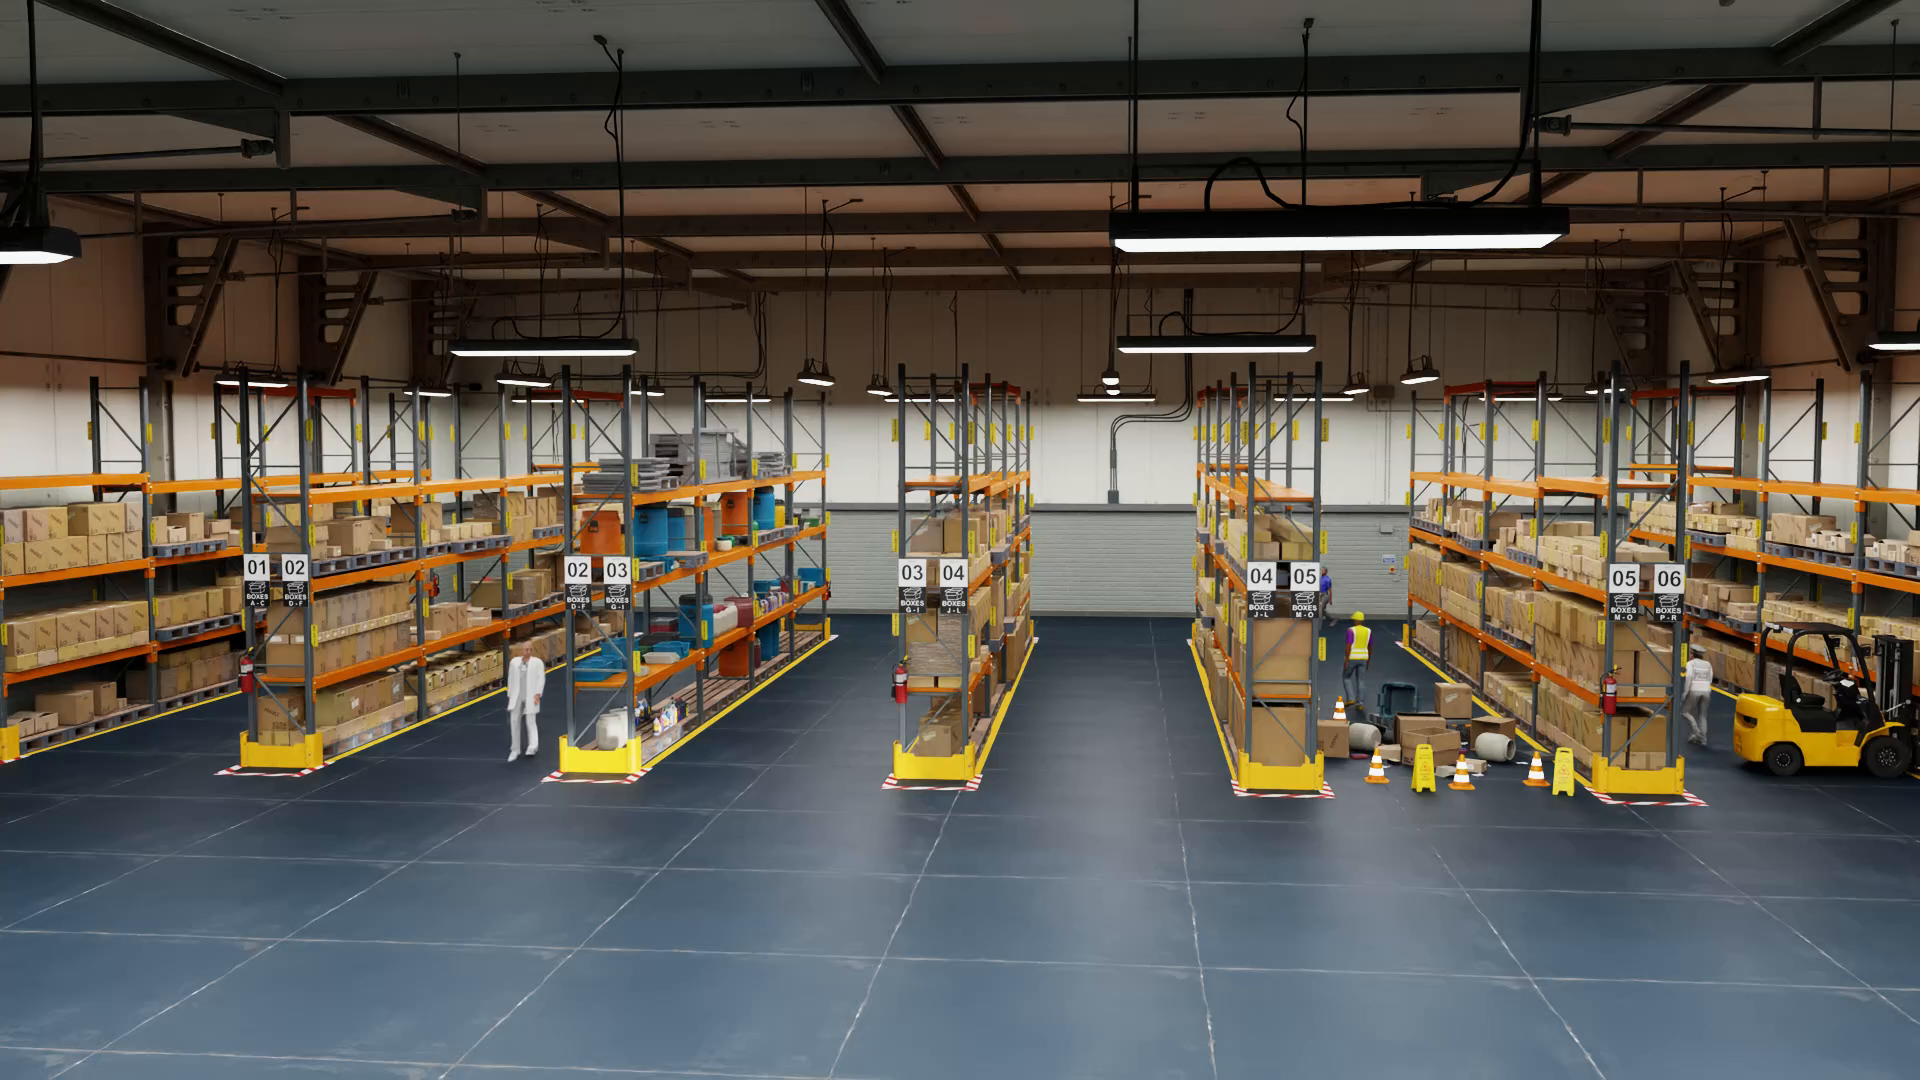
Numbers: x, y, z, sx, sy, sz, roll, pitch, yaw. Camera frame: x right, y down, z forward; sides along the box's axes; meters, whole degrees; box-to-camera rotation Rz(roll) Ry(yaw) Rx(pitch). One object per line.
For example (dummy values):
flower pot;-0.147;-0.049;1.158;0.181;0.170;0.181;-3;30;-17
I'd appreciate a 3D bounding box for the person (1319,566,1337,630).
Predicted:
person;9.280;1.467;42.253;0.881;1.616;0.432;-2;4;-23

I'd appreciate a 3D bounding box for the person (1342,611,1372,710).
person;7.214;2.183;30.141;0.582;1.765;0.530;0;4;-8

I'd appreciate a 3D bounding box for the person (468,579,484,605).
person;-10.966;1.711;38.272;0.631;1.685;0.629;1;4;14

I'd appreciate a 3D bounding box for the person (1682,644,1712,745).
person;11.944;2.490;26.942;0.530;1.581;0.691;0;4;6

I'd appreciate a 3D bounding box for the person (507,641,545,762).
person;-6.734;2.580;25.684;0.609;1.607;0.731;0;4;-5
